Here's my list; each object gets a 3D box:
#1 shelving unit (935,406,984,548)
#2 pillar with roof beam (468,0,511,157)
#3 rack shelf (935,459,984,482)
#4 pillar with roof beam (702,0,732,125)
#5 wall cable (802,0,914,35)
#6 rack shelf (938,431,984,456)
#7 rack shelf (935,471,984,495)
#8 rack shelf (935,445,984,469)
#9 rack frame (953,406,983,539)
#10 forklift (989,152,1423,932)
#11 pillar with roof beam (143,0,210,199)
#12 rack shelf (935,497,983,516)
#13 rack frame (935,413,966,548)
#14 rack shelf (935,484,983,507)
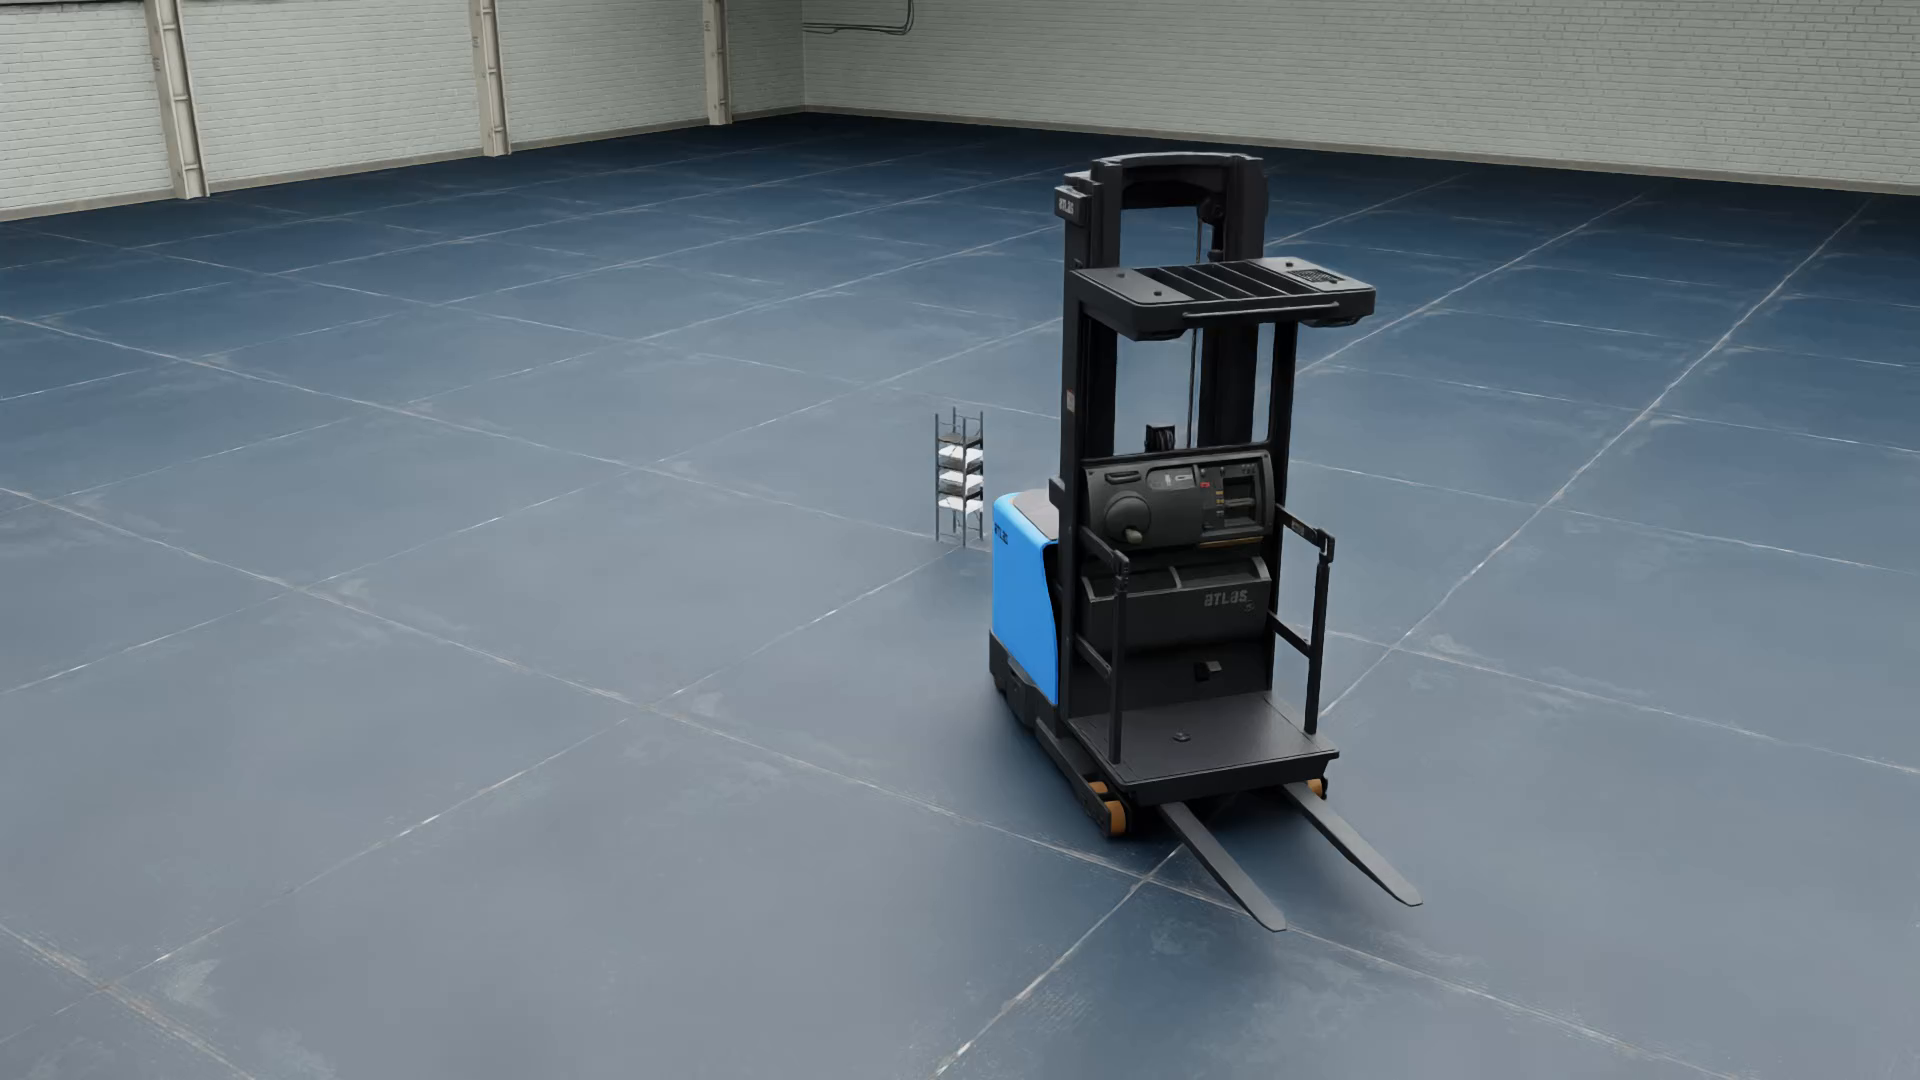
[{"bbox_3d":[-0.005,-0.420,11.103,0.258,0.900,0.210,13,24,32],"label":"shelving unit"},{"bbox_3d":[-4.826,-10.360,26.303,9.100,9.000,0.400,13,24,32],"label":"pillar with roof beam"},{"bbox_3d":[-0.005,-0.473,11.083,0.258,0.077,0.200,13,24,32],"label":"rack shelf"},{"bbox_3d":[-1.453,-12.082,30.957,9.100,9.000,0.400,13,24,32],"label":"pillar with roof beam"},{"bbox_3d":[-2.263,-12.053,35.353,3.097,2.526,0.112,13,24,32],"label":"wall cable"},{"bbox_3d":[-0.005,-0.642,11.020,0.258,0.077,0.200,13,24,32],"label":"rack shelf"},{"bbox_3d":[-0.005,-0.388,11.114,0.258,0.077,0.200,13,24,32],"label":"rack shelf"},{"bbox_3d":[-0.005,-0.557,11.052,0.258,0.077,0.200,13,24,32],"label":"rack shelf"},{"bbox_3d":[0.053,-0.449,11.181,0.240,0.900,0.006,13,24,32],"label":"rack frame"},{"bbox_3d":[1.088,-0.173,7.508,1.130,2.935,3.031,-6,21,-16],"label":"forklift"},{"bbox_3d":[-8.198,-8.639,21.649,9.100,9.000,0.400,13,24,32],"label":"pillar with roof beam"},{"bbox_3d":[-0.005,-0.220,11.177,0.258,0.077,0.200,13,24,32],"label":"rack shelf"},{"bbox_3d":[-0.062,-0.391,11.024,0.240,0.900,0.006,13,24,32],"label":"rack frame"},{"bbox_3d":[-0.005,-0.304,11.145,0.258,0.077,0.200,13,24,32],"label":"rack shelf"}]
